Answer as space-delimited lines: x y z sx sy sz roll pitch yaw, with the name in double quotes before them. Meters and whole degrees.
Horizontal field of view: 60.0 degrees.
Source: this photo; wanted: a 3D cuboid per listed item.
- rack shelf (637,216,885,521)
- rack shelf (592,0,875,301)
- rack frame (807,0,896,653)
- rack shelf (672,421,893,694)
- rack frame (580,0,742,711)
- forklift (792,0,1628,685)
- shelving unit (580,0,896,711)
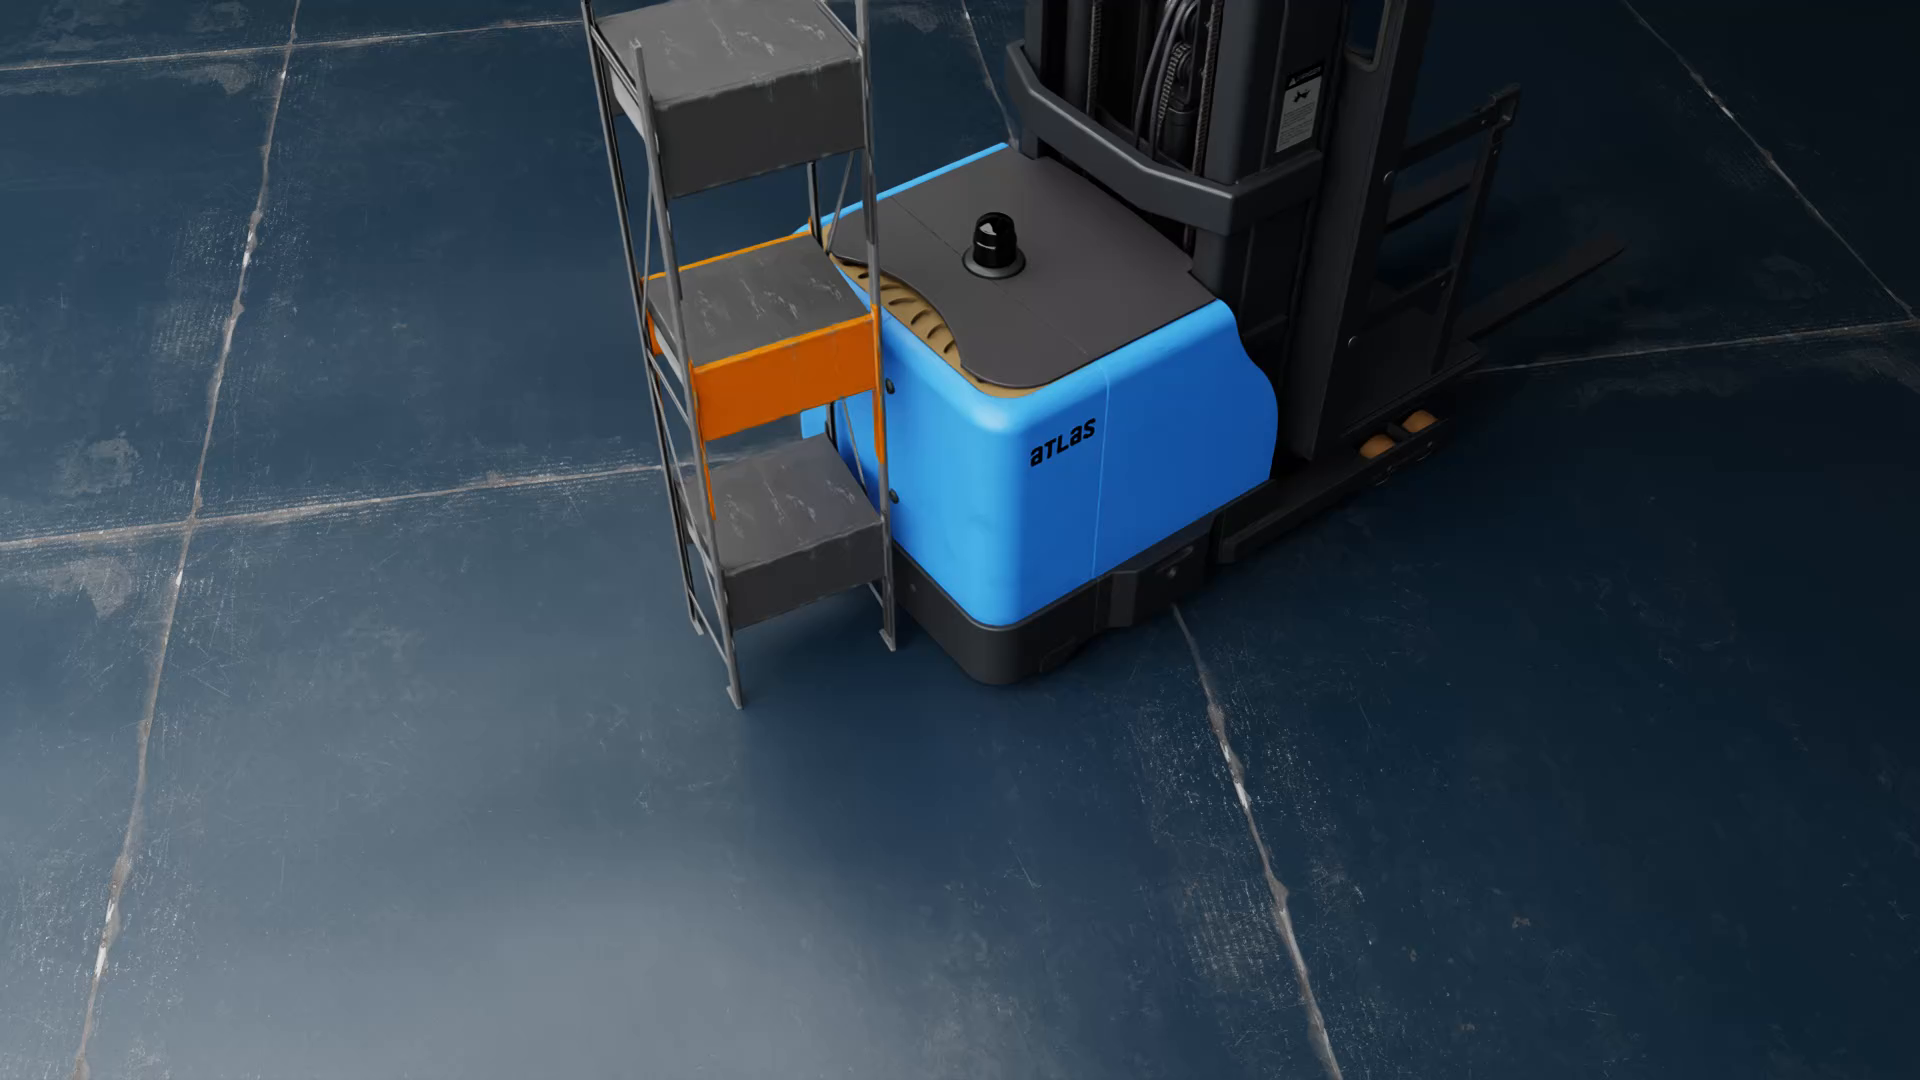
"rack shelf" -0.503 -0.438 4.233 0.480 0.518 0.431 -20 49 -18
"rack shelf" -0.503 -0.923 3.728 0.480 0.518 0.431 -20 49 -18
"rack frame" -0.285 -0.526 4.298 0.015 2.100 0.400 -20 49 -18
"rack shelf" -0.503 0.048 4.737 0.480 0.518 0.431 -20 49 -18
"rack frame" -0.722 -0.369 4.147 0.015 2.100 0.400 -20 49 -18
"forklift" 0.987 -1.475 4.636 3.031 2.935 1.130 -28 52 -24
"shelving unit" -0.503 -0.447 4.223 0.503 2.100 0.431 -20 49 -18
